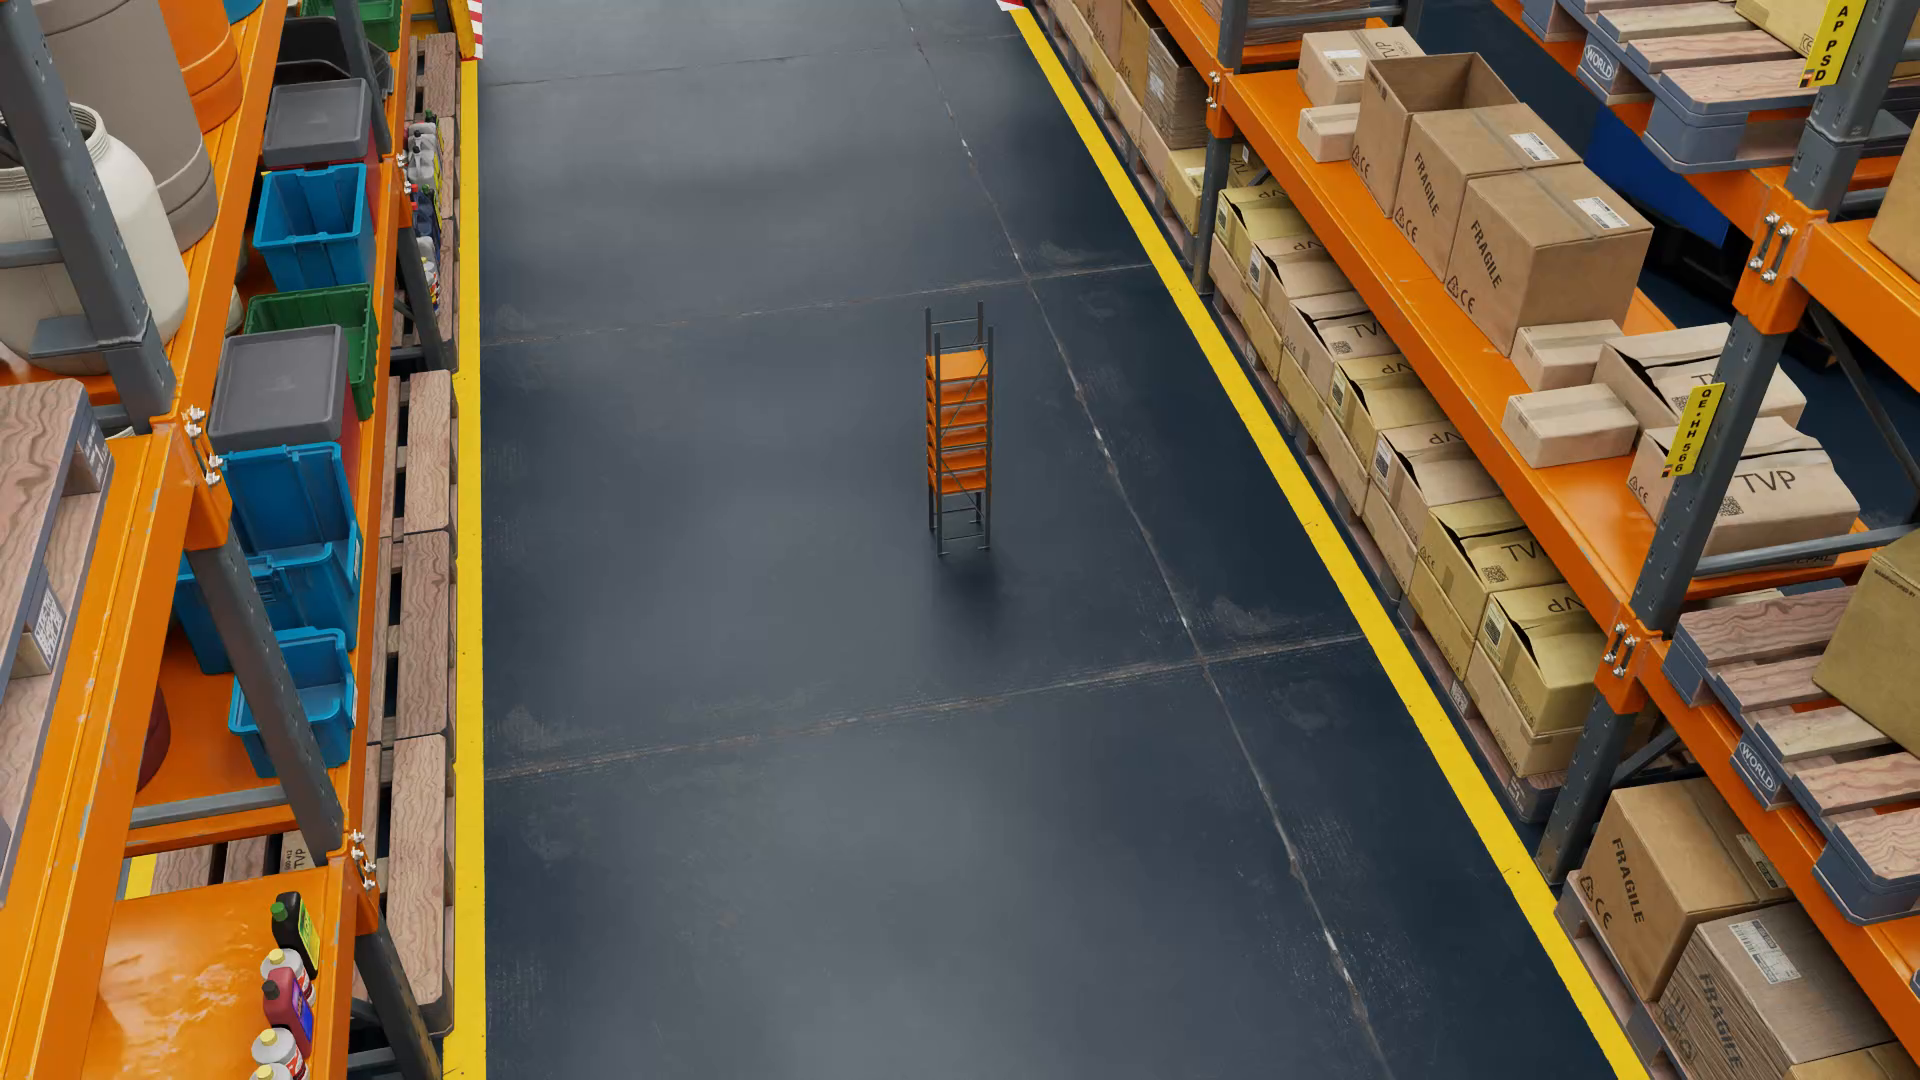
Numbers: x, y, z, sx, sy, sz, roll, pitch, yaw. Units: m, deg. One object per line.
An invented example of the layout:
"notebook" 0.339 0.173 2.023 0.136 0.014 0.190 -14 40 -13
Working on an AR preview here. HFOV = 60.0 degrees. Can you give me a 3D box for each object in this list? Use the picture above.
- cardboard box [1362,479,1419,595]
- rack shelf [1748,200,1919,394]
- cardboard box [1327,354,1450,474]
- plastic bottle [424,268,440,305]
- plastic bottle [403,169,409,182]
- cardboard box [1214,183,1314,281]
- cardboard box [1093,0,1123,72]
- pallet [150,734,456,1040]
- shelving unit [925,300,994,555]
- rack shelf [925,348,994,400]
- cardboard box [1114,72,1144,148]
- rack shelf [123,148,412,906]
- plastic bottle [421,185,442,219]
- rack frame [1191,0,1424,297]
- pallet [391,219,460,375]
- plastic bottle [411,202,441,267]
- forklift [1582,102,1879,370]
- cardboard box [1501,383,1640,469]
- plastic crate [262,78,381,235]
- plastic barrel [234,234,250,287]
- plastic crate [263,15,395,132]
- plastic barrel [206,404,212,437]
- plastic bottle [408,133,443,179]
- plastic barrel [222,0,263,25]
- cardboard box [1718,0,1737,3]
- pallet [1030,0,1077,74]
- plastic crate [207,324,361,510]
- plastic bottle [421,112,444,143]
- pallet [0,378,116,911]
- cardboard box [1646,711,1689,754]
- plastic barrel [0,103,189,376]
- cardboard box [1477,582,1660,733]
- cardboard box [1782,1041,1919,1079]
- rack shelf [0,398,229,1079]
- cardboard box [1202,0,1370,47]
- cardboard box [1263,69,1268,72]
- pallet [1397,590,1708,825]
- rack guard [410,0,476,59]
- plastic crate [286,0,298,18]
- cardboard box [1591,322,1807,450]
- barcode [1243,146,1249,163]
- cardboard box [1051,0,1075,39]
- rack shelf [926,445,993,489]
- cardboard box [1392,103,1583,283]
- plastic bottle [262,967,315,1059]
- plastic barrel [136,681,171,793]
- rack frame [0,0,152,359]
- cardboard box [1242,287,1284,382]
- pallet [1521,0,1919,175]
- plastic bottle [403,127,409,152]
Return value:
"cardboard box" 2.061 -0.054 7.088 0.500 0.250 0.500 -7 42 -8
"rack shelf" 3.065 0.484 3.009 1.077 0.370 4.000 -8 42 -9
"cardboard box" 1.949 -0.591 7.270 0.500 0.311 0.500 -7 42 -8
"plastic bottle" -2.731 -1.298 8.511 0.097 0.201 0.097 0 42 0
"plastic bottle" -3.109 -1.934 9.171 0.152 0.276 0.135 -8 42 -9
"cardboard box" 1.615 -1.587 8.393 0.500 0.311 0.500 -8 42 -9
"cardboard box" 1.126 -3.202 10.069 0.500 0.500 0.500 -8 42 -9
"pallet" -2.334 1.283 5.927 1.003 0.211 1.213 -8 42 -9
"shelving unit" -0.003 -0.458 7.144 0.258 1.200 0.189 -8 42 -9
"rack shelf" -0.003 -0.694 6.935 0.258 0.103 0.180 -8 42 -9
"cardboard box" 1.235 -2.598 9.954 0.500 0.250 0.500 -8 42 -9
"rack shelf" -2.636 -0.279 6.129 1.077 0.370 4.000 -8 42 -9
"plastic bottle" -2.916 -1.855 9.138 0.097 0.201 0.097 0 42 0
"rack frame" 1.769 -2.552 8.147 1.000 3.000 0.127 -8 42 -9
"pallet" -3.172 -1.243 8.773 1.003 0.211 1.213 -8 42 -9
"plastic bottle" -2.837 -1.601 8.740 0.144 0.351 0.185 -7 42 -8
"forklift" 4.694 -2.316 7.933 1.130 2.935 3.031 -20 45 -21
"cardboard box" 2.169 -0.409 5.922 0.380 0.149 0.250 -8 42 -9
"plastic crate" -2.665 -1.599 7.025 0.402 0.464 0.583 -8 42 -9
"plastic barrel" -3.076 -1.244 6.571 0.433 0.535 0.433 0 42 0
"plastic crate" -3.057 -2.179 7.774 0.767 0.338 0.504 -8 42 -9
"plastic barrel" -2.824 -0.488 5.720 0.433 0.535 0.433 0 42 0
"plastic bottle" -3.049 -2.199 9.469 0.152 0.276 0.135 -9 42 -10
"plastic barrel" -2.464 -2.008 4.897 0.600 0.901 0.708 -8 42 -9
"cardboard box" 2.349 -1.805 4.843 0.500 0.250 0.500 -7 42 -8
"pallet" 1.112 -3.612 11.442 1.003 0.211 1.213 -8 42 -9
"plastic crate" -2.255 -0.367 5.638 0.402 0.464 0.583 -8 42 -9
"plastic bottle" -3.107 -2.428 9.784 0.097 0.201 0.097 0 42 0
"pallet" -2.135 0.207 2.922 1.003 0.211 1.213 -8 42 -9
"cardboard box" 2.807 0.530 6.430 0.500 0.250 0.500 -8 42 -9
"plastic barrel" -1.972 -0.661 3.673 0.421 0.512 0.421 0 42 0
"cardboard box" 2.279 0.398 6.156 0.500 0.311 0.500 -7 42 -8
"cardboard box" 2.674 1.811 4.783 0.500 0.500 0.500 -9 42 -10
"rack shelf" -1.773 1.192 2.212 1.077 0.370 4.000 -8 42 -9
"cardboard box" 1.668 -2.876 8.437 0.700 0.500 0.500 -9 42 -10
"cardboard box" 1.859 -2.630 9.425 0.500 0.500 0.500 -8 42 -9
"pallet" 2.493 0.544 6.760 1.003 0.211 1.213 -8 42 -9
"rack guard" -3.869 -3.460 11.053 1.175 0.500 0.348 -8 42 -9
"plastic crate" -3.666 -2.762 8.583 0.530 0.136 0.437 -8 42 -9
"cardboard box" 2.629 -0.533 5.940 0.500 0.311 0.500 -9 42 -10
"barcode" 1.418 -1.916 8.259 0.001 0.075 0.075 -8 42 -9
"cardboard box" 0.916 -3.571 11.050 0.500 0.250 0.500 -8 42 -9
"rack shelf" -0.003 -0.335 7.253 0.258 0.103 0.180 -8 42 -9
"cardboard box" 2.141 -1.423 6.800 0.500 0.500 0.500 -8 42 -9
"plastic bottle" -1.651 1.142 4.073 0.061 0.283 0.133 -8 42 -9
"plastic barrel" -2.601 0.440 4.674 0.600 0.536 0.708 -8 42 -9
"rack frame" -2.205 -1.496 2.438 1.000 3.000 0.127 -8 42 -9
"cardboard box" 1.724 -1.052 8.213 0.500 0.250 0.500 -7 42 -8
"pallet" 2.399 -1.438 4.774 1.213 0.211 1.003 -7 42 -7
"plastic bottle" -3.183 -2.276 9.551 0.061 0.283 0.133 -8 42 -9
